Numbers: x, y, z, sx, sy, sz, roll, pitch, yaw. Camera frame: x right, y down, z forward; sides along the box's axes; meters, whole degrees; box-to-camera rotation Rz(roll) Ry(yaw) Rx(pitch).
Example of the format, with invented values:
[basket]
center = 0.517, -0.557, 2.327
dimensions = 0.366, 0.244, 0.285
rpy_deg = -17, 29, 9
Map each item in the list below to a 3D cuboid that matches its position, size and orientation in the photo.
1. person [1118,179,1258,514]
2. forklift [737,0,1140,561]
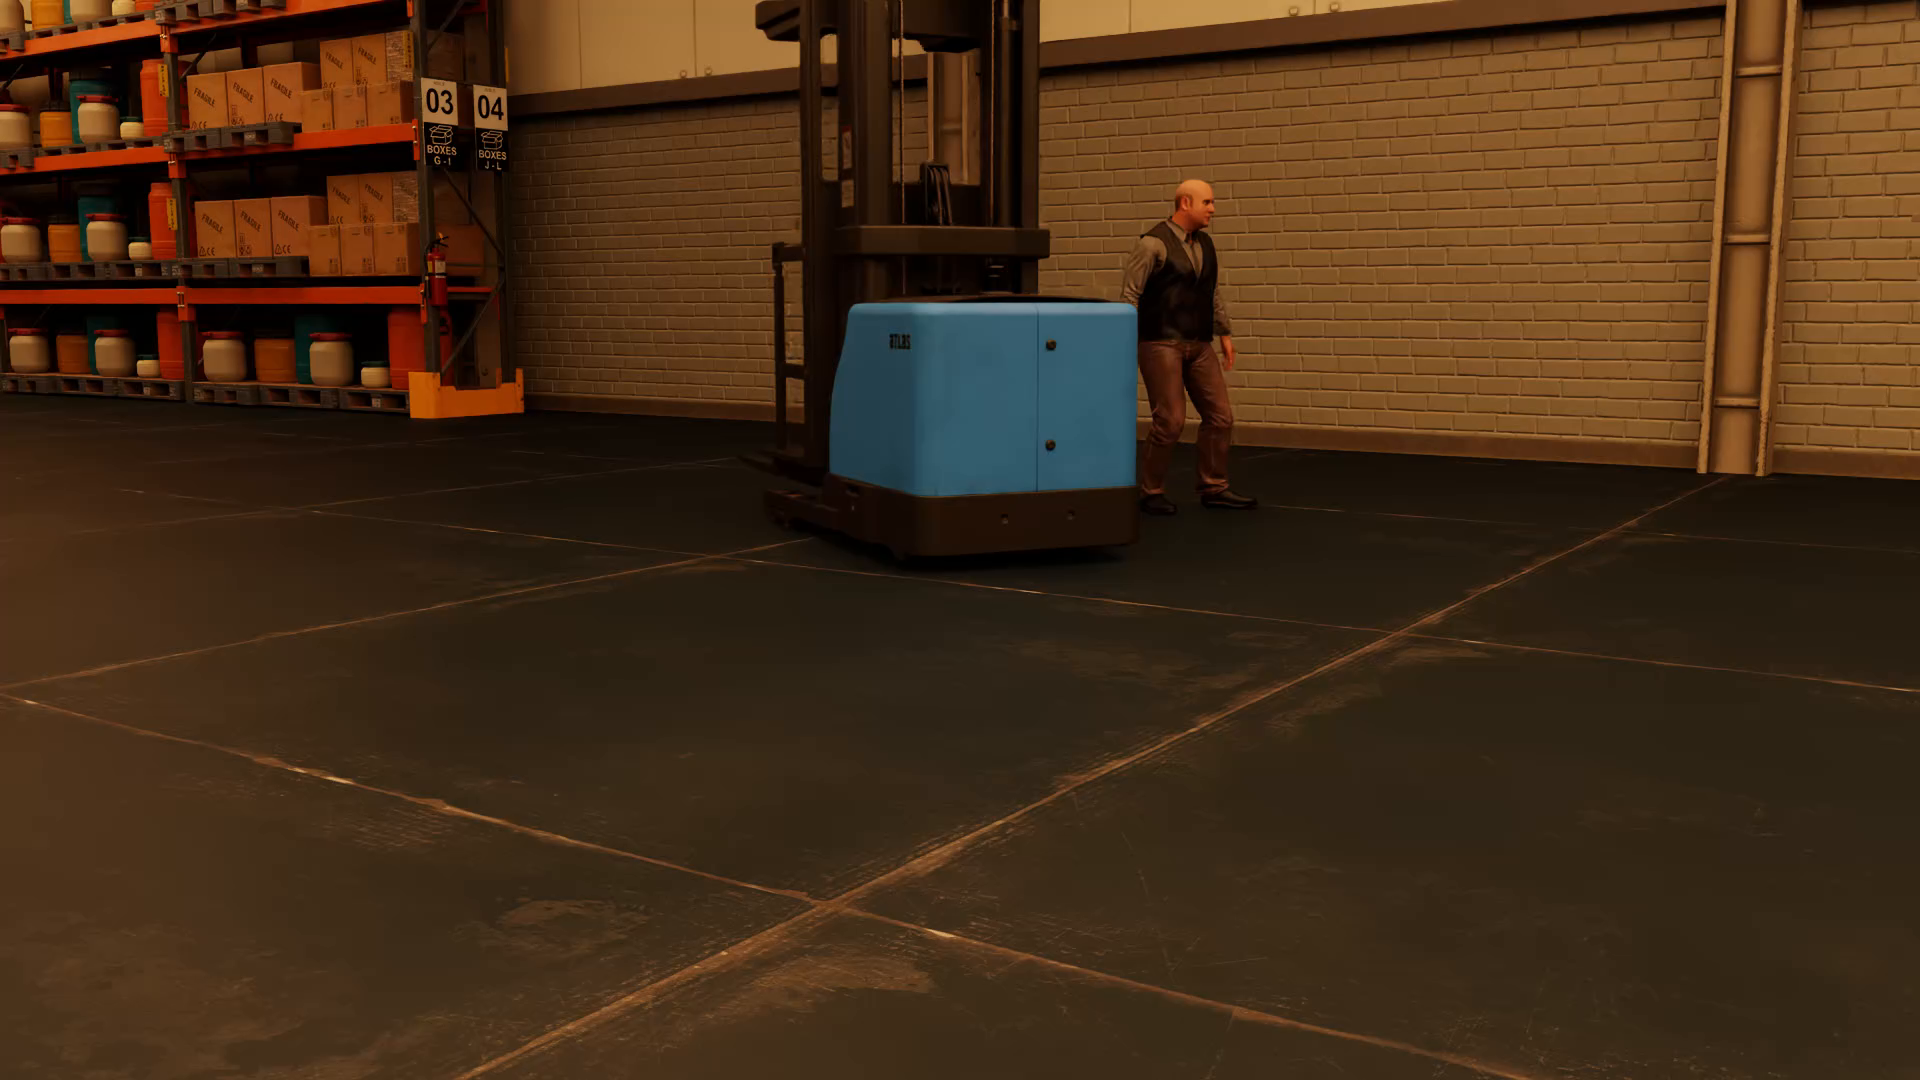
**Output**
[person]
center = 1.143, -0.990, 8.568
dimensions = 0.823, 1.695, 0.390
rpy_deg = -6, 10, -37
[forklift]
center = -0.316, -1.533, 7.975
dimensions = 1.130, 2.935, 3.031
rpy_deg = -4, 9, -25
